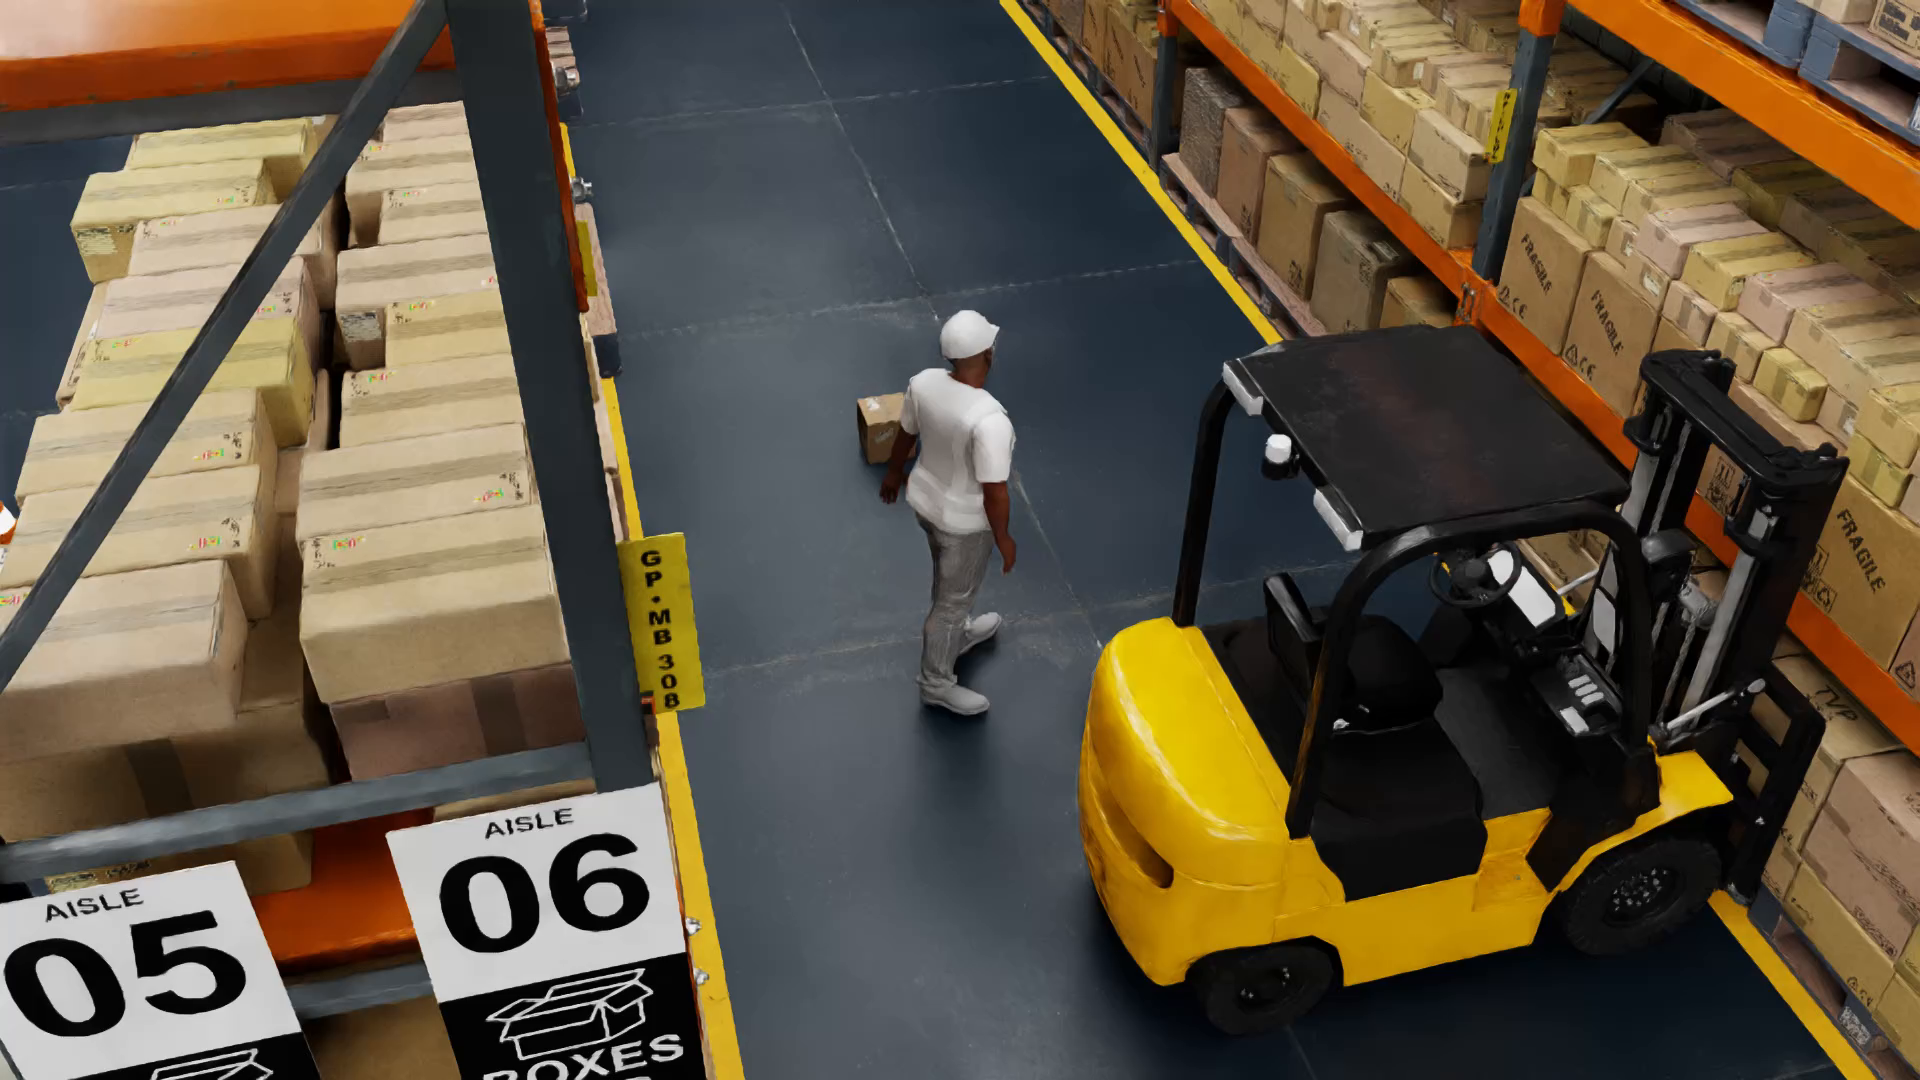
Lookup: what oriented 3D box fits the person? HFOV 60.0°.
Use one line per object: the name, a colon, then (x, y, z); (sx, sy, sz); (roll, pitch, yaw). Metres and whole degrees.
person: (-0.016, -0.437, 6.650); (0.414, 1.047, 0.732); (-25, 44, -29)
